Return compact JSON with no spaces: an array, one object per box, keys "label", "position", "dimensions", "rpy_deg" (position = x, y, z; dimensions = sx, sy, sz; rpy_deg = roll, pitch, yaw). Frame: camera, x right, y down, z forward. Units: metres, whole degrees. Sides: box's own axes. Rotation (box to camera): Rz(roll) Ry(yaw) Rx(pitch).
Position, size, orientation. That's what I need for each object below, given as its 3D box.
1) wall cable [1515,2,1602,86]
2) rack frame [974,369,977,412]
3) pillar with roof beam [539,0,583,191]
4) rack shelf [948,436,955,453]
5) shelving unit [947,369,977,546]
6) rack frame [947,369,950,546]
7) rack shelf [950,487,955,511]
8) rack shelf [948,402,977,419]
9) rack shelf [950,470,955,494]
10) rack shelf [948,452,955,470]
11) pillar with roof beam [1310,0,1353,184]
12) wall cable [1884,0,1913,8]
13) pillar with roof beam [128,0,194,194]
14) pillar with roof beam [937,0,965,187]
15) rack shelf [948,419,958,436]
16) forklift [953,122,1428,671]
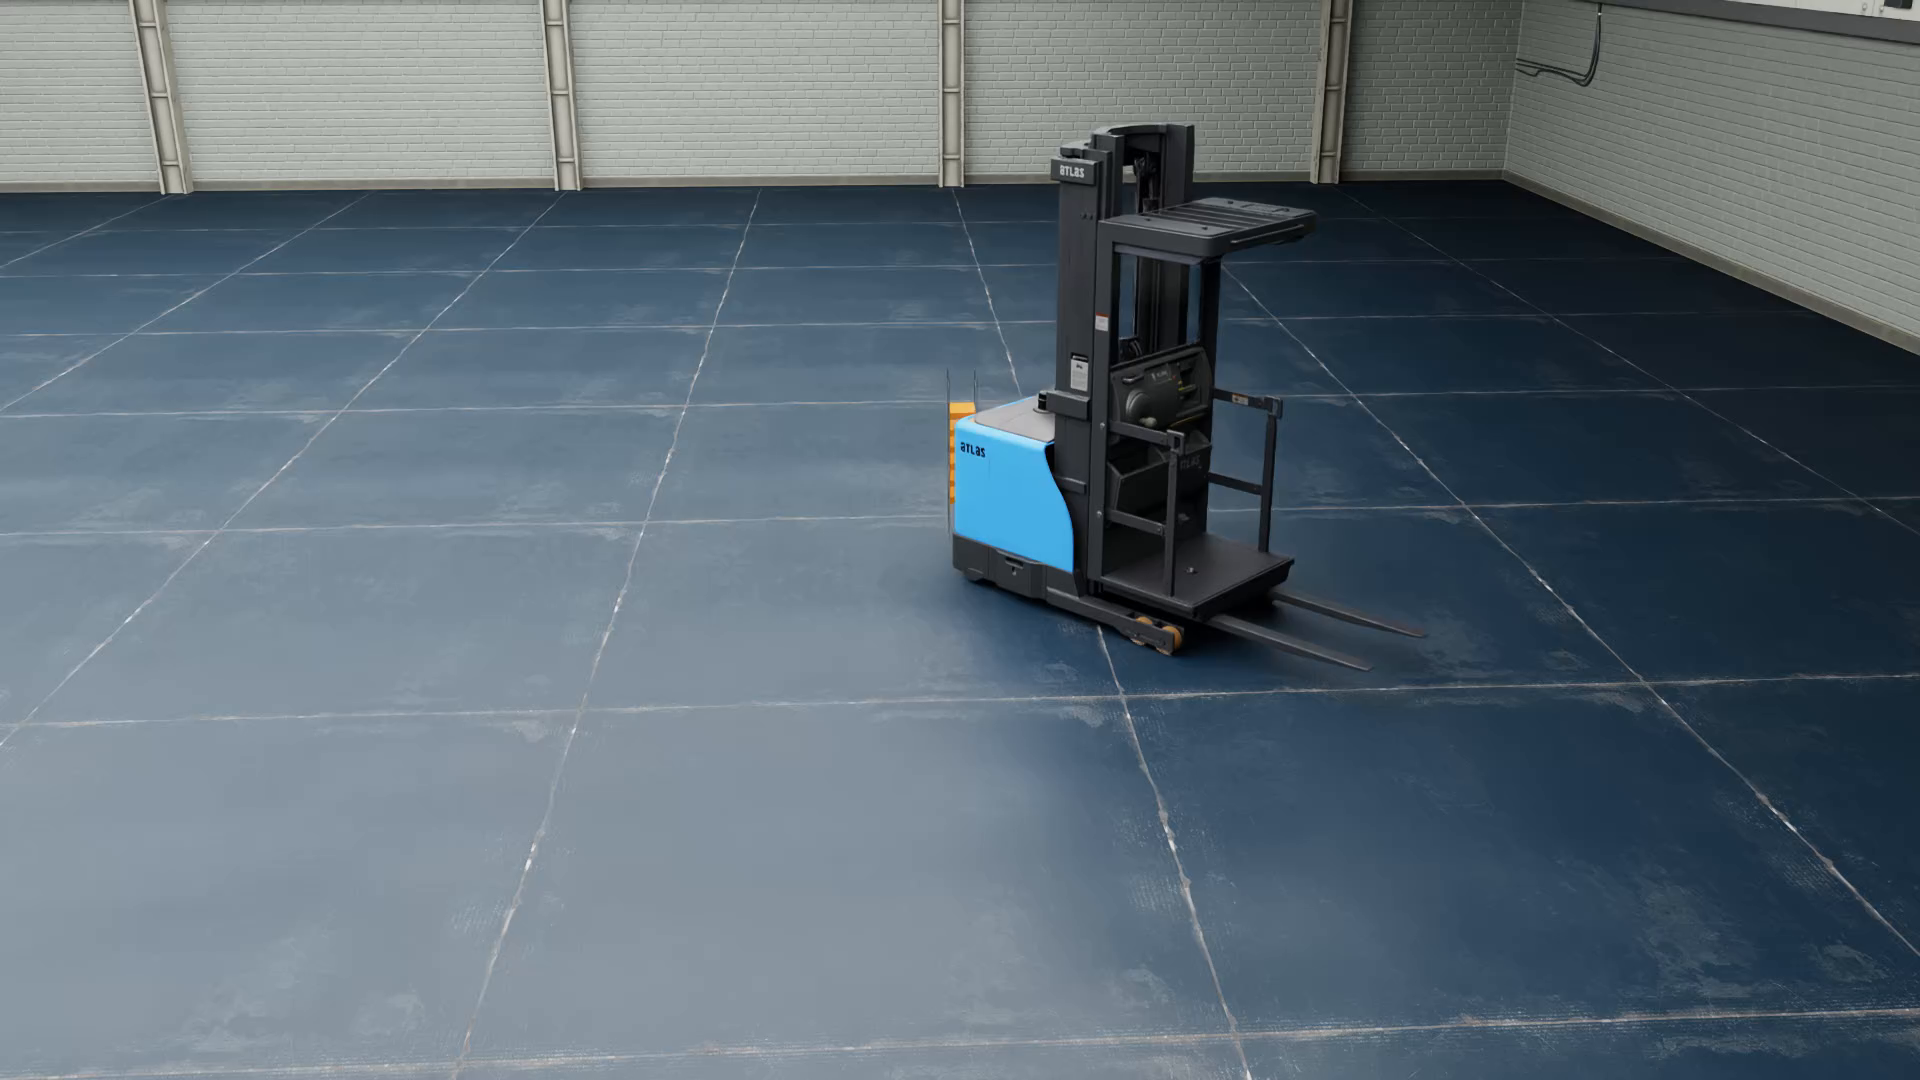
[{"label":"wall cable","position":[8.868,-8.098,24.608],"dimensions":[0.112,2.526,3.097],"rpy_deg":[-1,21,-3]},{"label":"rack frame","position":[0.106,-0.563,11.413],"dimensions":[0.006,1.200,0.240],"rpy_deg":[-1,21,-3]},{"label":"pillar with roof beam","position":[-5.884,-8.186,20.476],"dimensions":[0.400,9.000,9.100],"rpy_deg":[-1,21,-3]},{"label":"rack shelf","position":[0.014,-0.632,11.381],"dimensions":[0.180,0.103,0.258],"rpy_deg":[-1,21,-3]},{"label":"shelving unit","position":[0.014,-0.561,11.408],"dimensions":[0.189,1.200,0.258],"rpy_deg":[-1,21,-3]},{"label":"rack frame","position":[-0.077,-0.559,11.403],"dimensions":[0.006,1.200,0.240],"rpy_deg":[-1,21,-3]},{"label":"rack shelf","position":[0.014,-0.295,11.509],"dimensions":[0.180,0.103,0.258],"rpy_deg":[-1,21,-3]},{"label":"rack shelf","position":[0.014,-0.856,11.296],"dimensions":[0.180,0.103,0.258],"rpy_deg":[-1,21,-3]},{"label":"rack shelf","position":[0.014,-0.407,11.467],"dimensions":[0.180,0.103,0.258],"rpy_deg":[-1,21,-3]},{"label":"rack shelf","position":[0.014,-0.520,11.424],"dimensions":[0.180,0.103,0.258],"rpy_deg":[-1,21,-3]},{"label":"pillar with roof beam","position":[6.097,-8.430,21.116],"dimensions":[0.400,9.000,9.100],"rpy_deg":[-1,21,-3]},{"label":"wall cable","position":[9.394,-7.766,14.592],"dimensions":[0.169,6.003,2.305],"rpy_deg":[-1,21,-3]},{"label":"pillar with roof beam","position":[-11.874,-8.064,20.155],"dimensions":[0.400,9.000,9.100],"rpy_deg":[-1,21,-3]},{"label":"pillar with roof beam","position":[0.107,-8.308,20.796],"dimensions":[0.400,9.000,9.100],"rpy_deg":[-1,21,-3]},{"label":"rack shelf","position":[0.014,-0.744,11.339],"dimensions":[0.180,0.103,0.258],"rpy_deg":[-1,21,-3]},{"label":"forklift","position":[1.369,-0.902,9.872],"dimensions":[3.031,2.935,1.130],"rpy_deg":[19,28,40]}]
